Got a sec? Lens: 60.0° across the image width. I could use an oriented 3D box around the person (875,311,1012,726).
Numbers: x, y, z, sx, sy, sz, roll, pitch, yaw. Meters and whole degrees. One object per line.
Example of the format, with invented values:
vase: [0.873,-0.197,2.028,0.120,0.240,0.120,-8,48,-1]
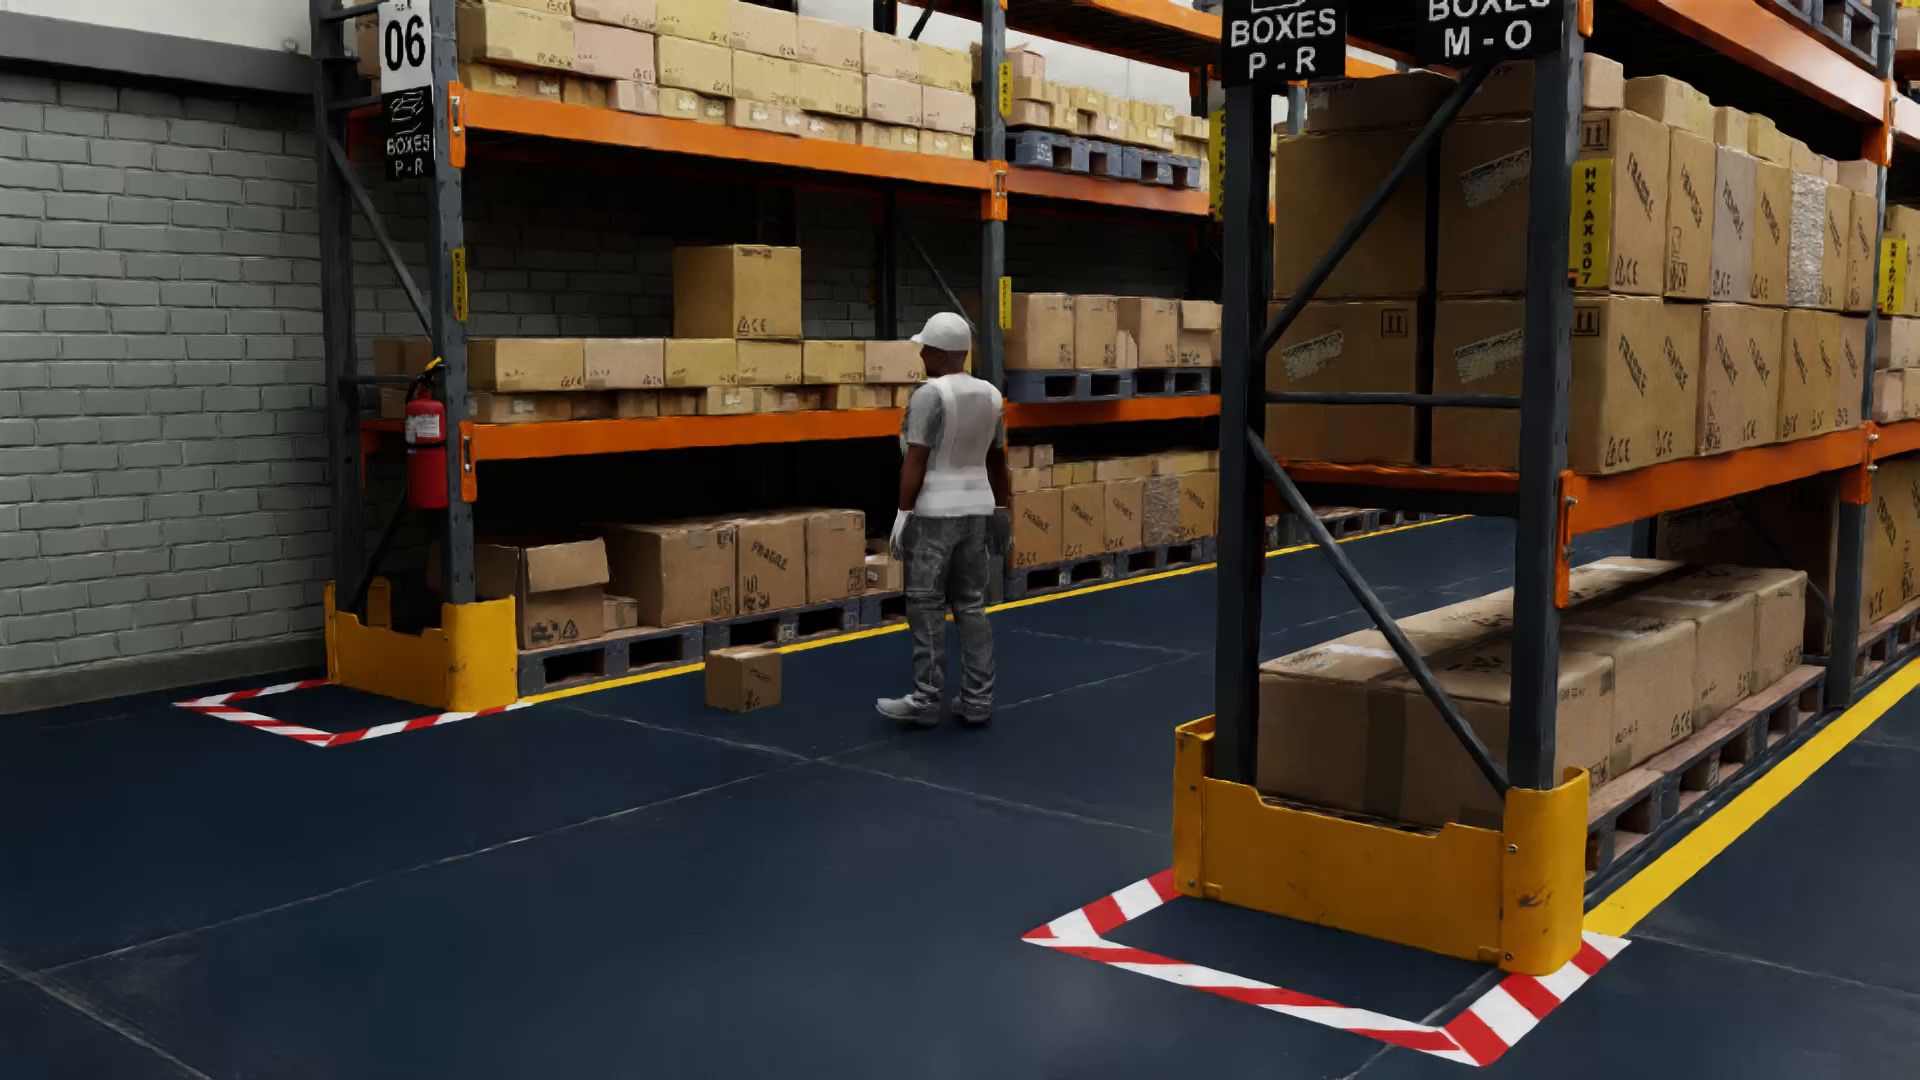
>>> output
person: [-0.067,-0.096,7.267,0.429,1.787,0.674,6,9,41]
